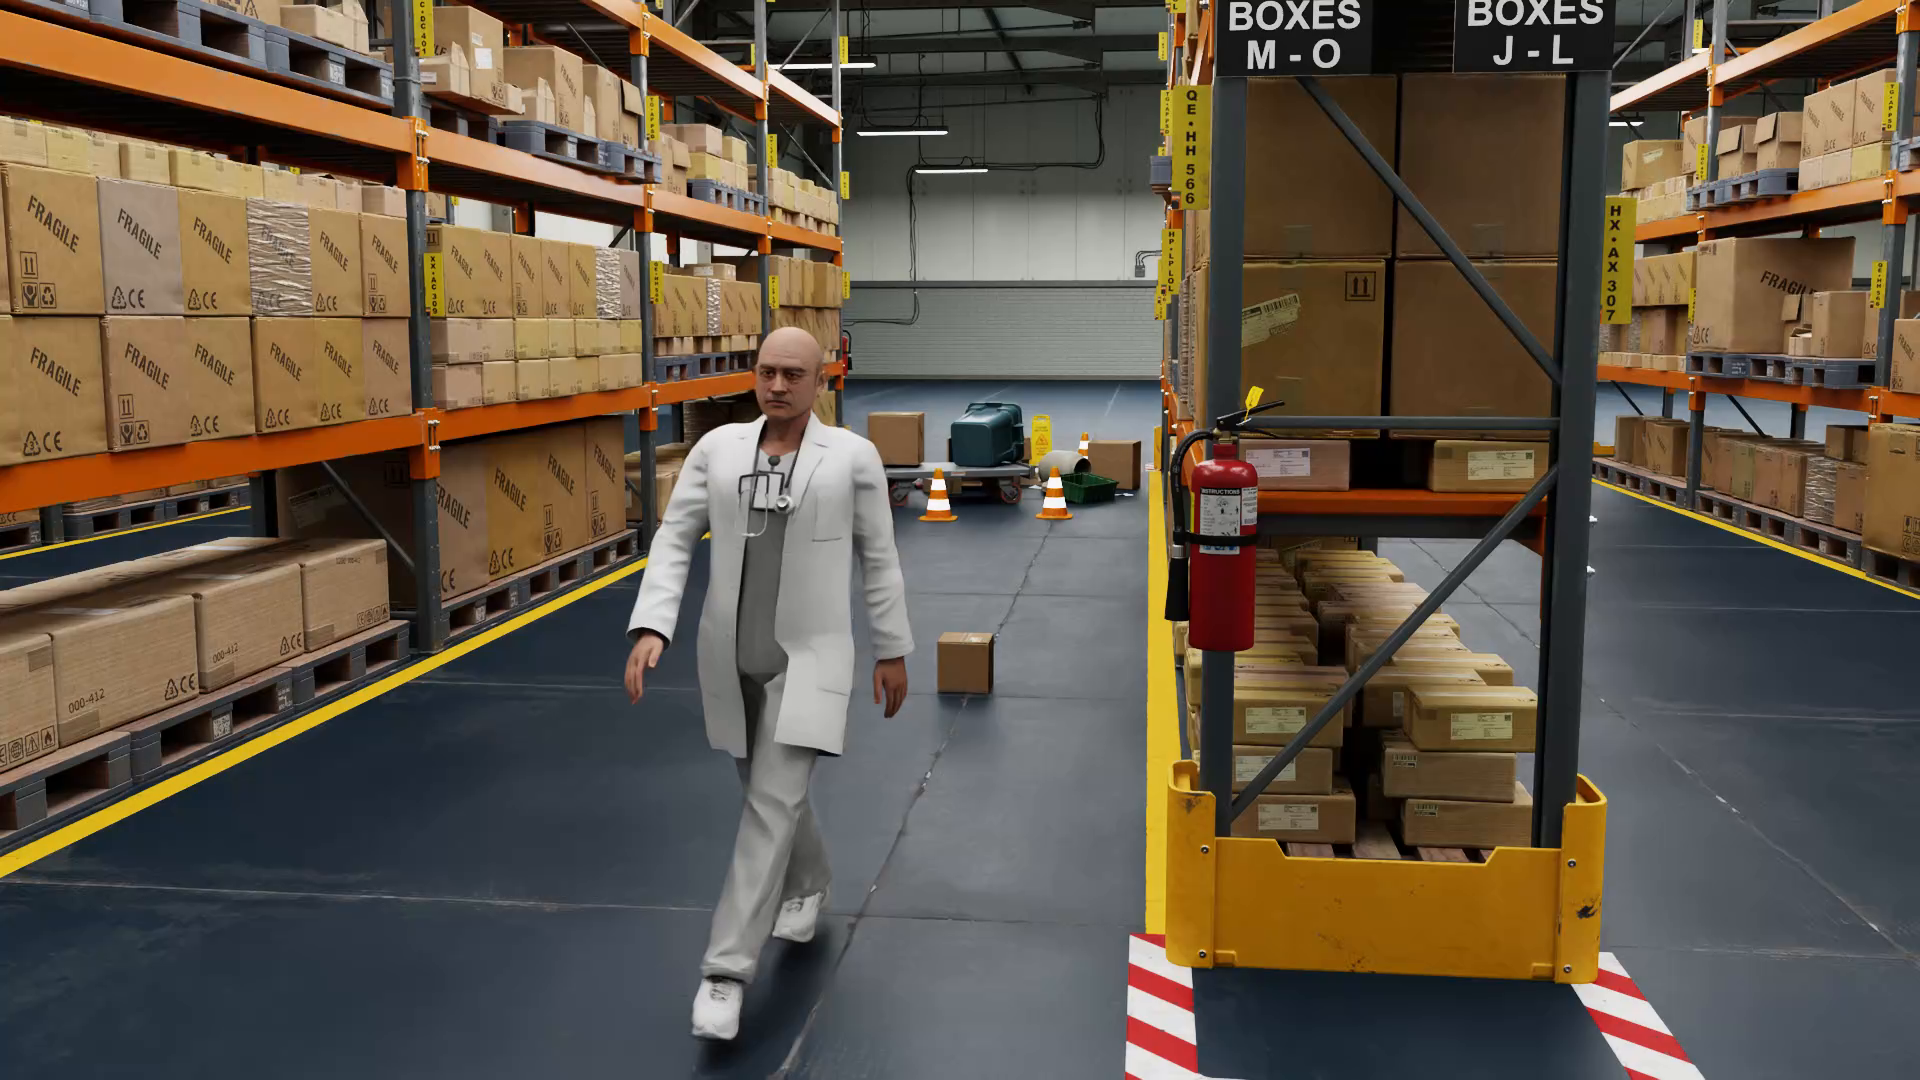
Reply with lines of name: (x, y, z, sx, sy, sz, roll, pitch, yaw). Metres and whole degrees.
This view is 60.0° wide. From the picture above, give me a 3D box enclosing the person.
person: (-0.500, 0.312, 4.348, 0.650, 1.724, 1.052, 2, 8, 15)
